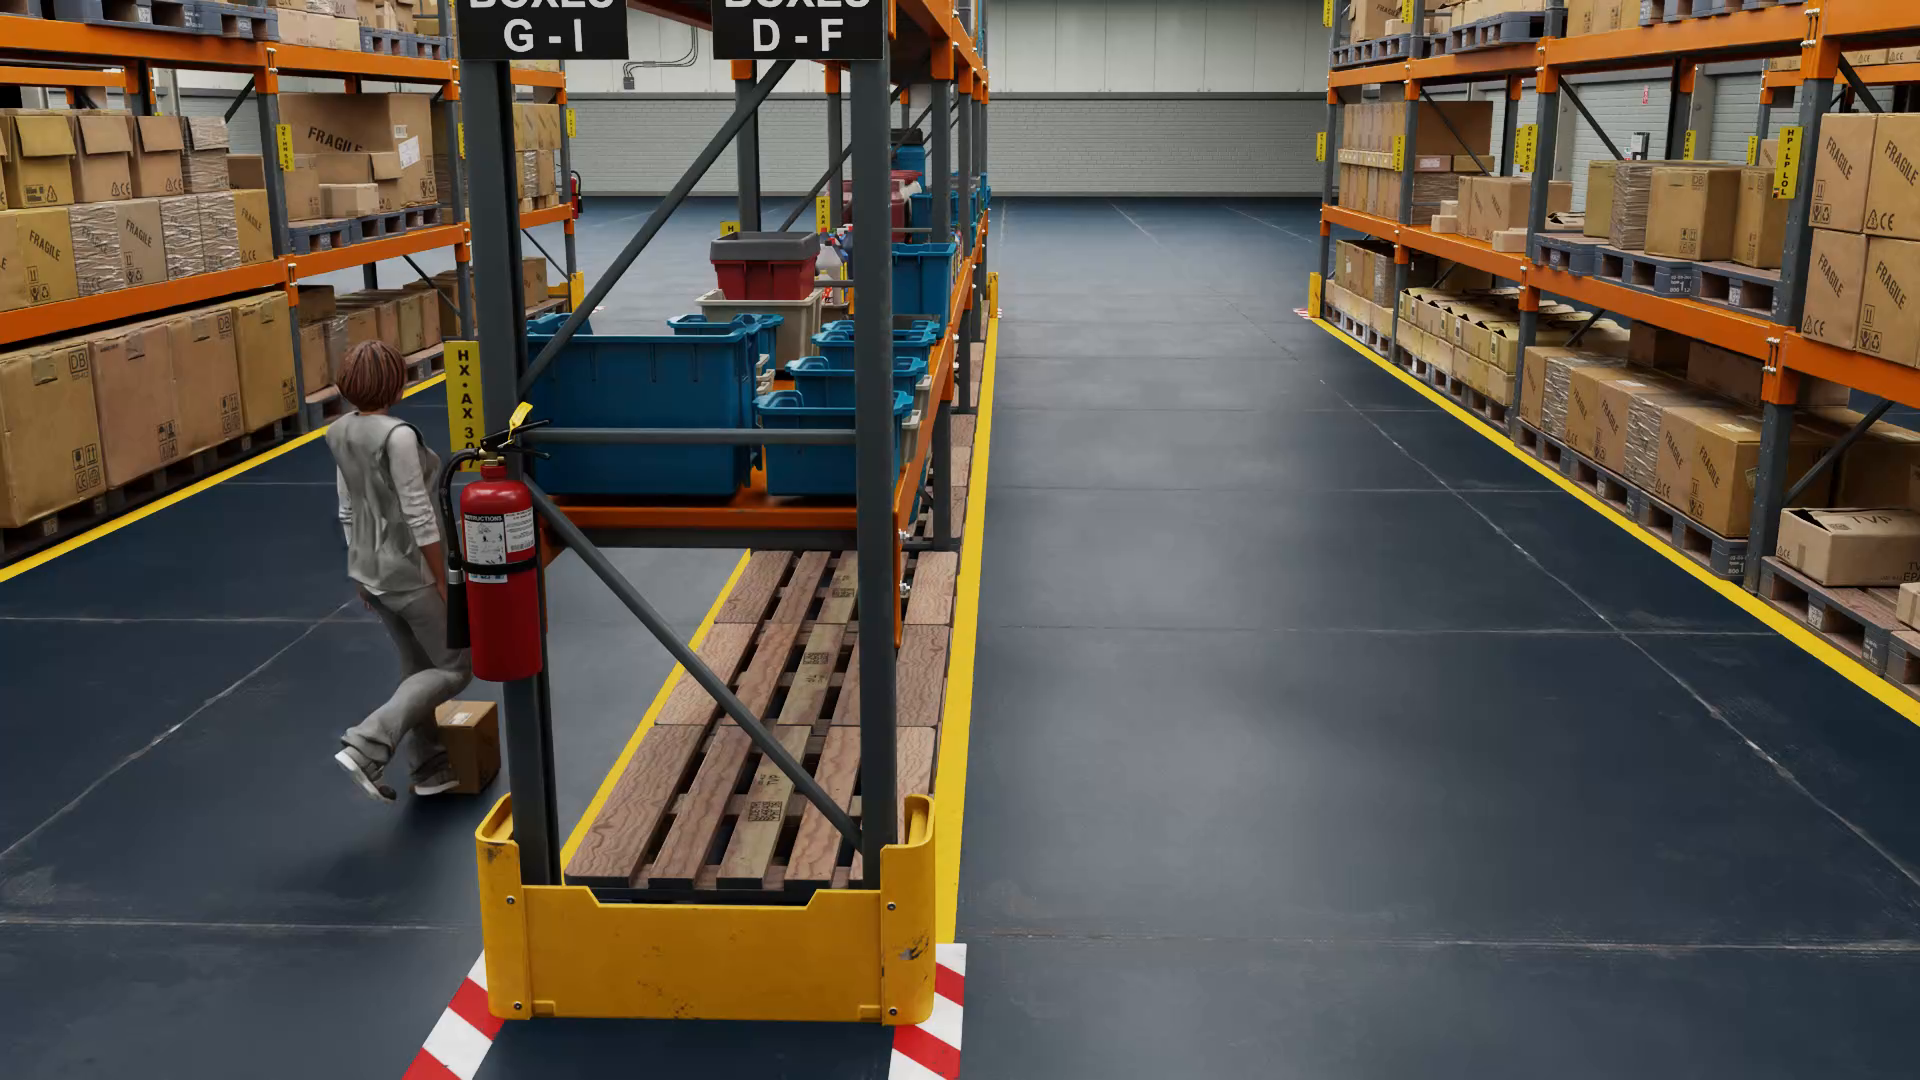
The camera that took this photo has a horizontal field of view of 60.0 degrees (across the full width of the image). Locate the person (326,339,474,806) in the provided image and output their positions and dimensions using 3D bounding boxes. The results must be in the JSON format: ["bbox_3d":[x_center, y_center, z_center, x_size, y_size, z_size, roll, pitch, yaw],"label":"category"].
[{"bbox_3d":[-1.854,0.129,5.451,0.417,1.583,0.618,12,18,39],"label":"person"}]
